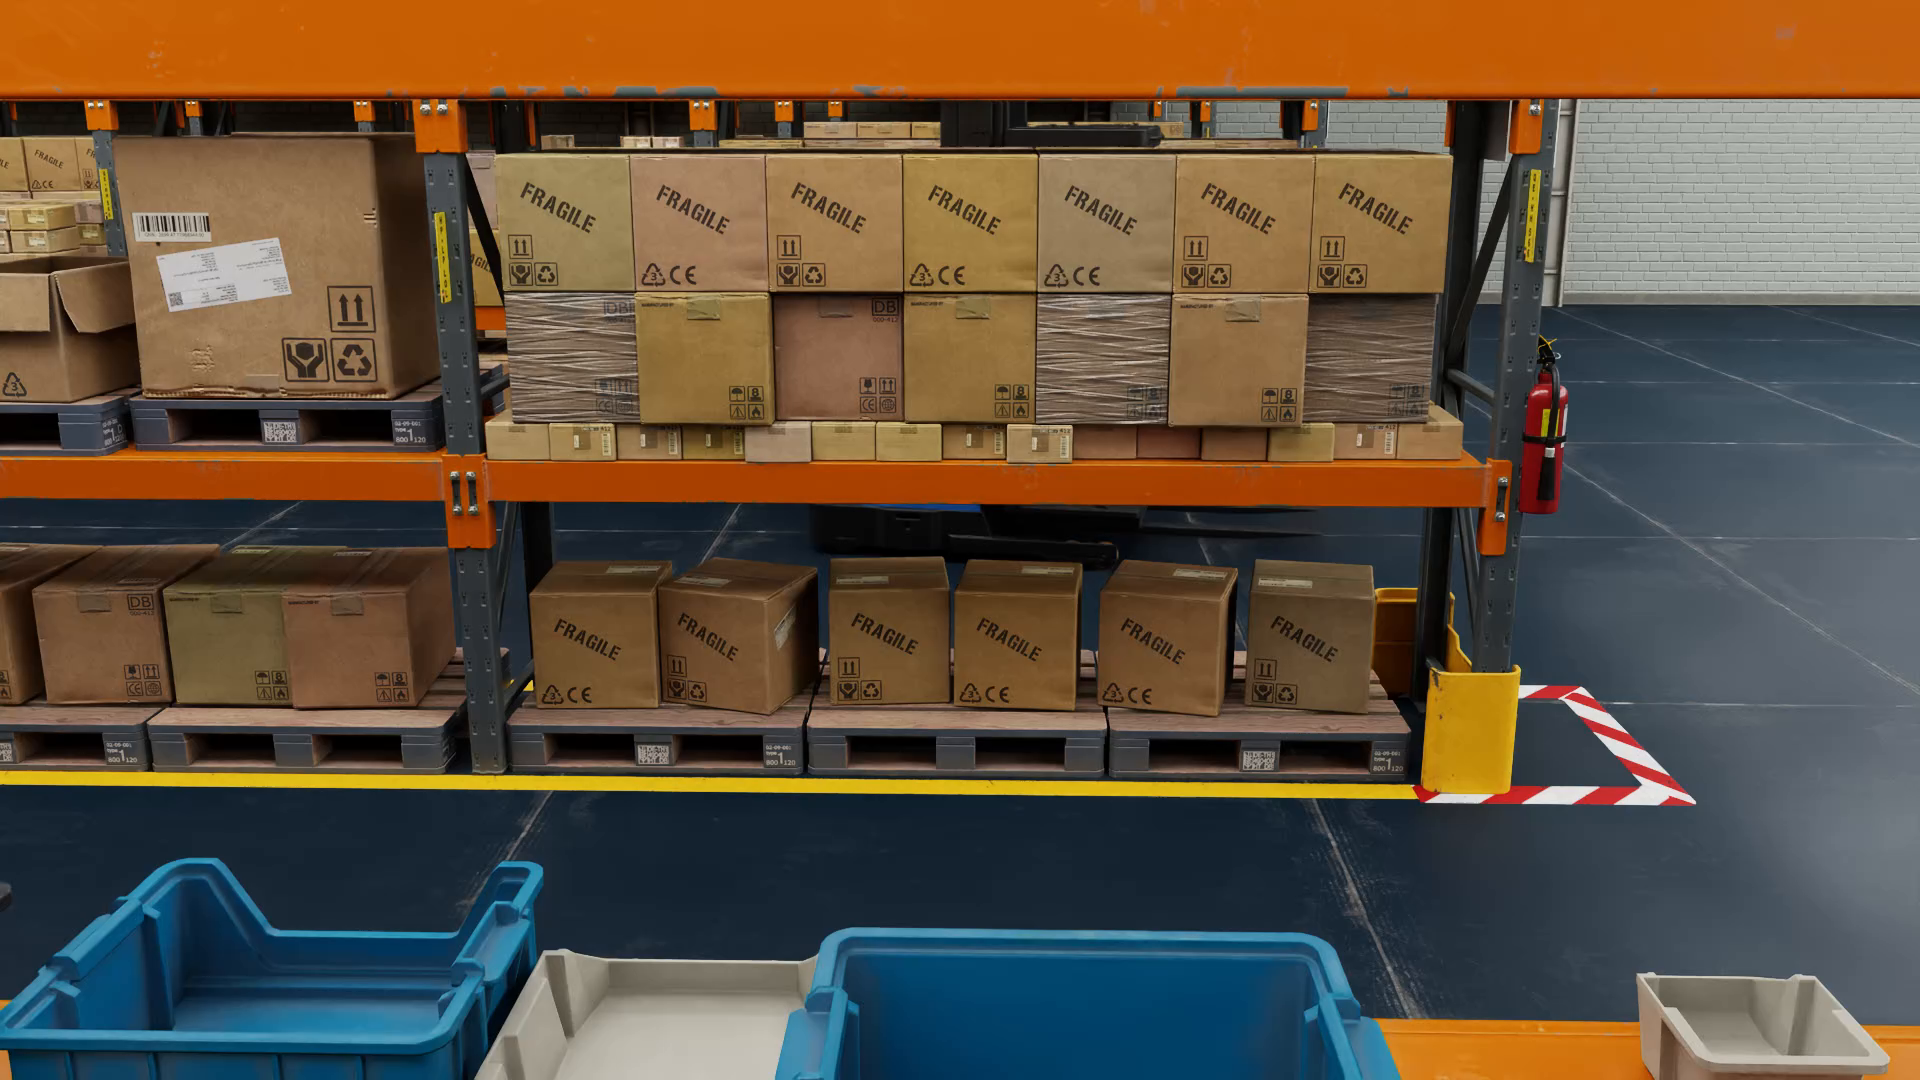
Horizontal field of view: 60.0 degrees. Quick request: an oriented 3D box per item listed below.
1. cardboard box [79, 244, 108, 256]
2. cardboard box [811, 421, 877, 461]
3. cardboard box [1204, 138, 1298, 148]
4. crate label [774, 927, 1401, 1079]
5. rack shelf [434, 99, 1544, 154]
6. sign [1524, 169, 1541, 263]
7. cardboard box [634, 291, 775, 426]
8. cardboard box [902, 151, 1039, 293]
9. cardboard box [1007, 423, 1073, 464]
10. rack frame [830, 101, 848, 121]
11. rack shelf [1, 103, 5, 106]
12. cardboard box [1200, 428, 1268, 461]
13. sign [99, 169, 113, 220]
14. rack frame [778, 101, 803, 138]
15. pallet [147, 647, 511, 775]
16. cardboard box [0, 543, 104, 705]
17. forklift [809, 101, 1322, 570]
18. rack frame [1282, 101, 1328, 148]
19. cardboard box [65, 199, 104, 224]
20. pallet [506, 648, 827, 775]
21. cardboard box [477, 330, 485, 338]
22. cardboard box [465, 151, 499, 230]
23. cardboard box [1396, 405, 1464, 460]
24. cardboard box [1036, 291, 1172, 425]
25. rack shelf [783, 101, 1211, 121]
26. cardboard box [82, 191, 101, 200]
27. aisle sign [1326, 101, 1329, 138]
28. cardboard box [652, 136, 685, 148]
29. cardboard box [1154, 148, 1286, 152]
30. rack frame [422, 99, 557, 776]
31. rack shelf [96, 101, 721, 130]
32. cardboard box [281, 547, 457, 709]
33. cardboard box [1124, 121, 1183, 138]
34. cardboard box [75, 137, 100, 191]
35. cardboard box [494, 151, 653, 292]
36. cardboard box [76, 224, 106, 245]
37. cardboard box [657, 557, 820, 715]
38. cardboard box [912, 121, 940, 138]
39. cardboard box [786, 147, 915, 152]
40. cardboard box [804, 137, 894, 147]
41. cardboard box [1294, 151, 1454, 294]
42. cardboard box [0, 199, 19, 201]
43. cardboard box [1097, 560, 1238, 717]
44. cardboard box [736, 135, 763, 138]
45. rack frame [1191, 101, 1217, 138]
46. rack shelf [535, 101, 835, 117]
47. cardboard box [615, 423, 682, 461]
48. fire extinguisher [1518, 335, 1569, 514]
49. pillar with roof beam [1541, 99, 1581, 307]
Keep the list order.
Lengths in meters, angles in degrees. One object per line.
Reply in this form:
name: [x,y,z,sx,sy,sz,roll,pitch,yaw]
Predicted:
cardboard box: [-6.112,-2.051,11.902,0.250,0.149,0.380,0,15,1]
cardboard box: [-0.441,-0.423,6.555,0.250,0.149,0.380,0,15,1]
cardboard box: [1.958,-2.469,11.409,0.550,0.550,0.875,0,15,1]
crate label: [0.127,0.705,1.720,0.616,0.435,0.502,0,15,1]
rack shelf: [0.101,-1.714,6.486,4.000,0.370,1.077,0,15,1]
sign: [2.066,-1.170,6.004,0.005,0.325,0.100,0,15,1]
cardboard box: [-0.951,-0.786,6.658,0.500,0.500,0.875,0,15,1]
cardboard box: [0.045,-1.226,6.366,0.500,0.500,0.500,0,15,1]
cardboard box: [0.308,-0.409,6.503,0.250,0.149,0.380,0,15,1]
rack frame: [-1.523,-4.417,21.203,0.127,3.000,1.000,0,15,1]
rack shelf: [-11.642,-4.319,16.361,4.000,0.370,1.077,0,15,1]
cardboard box: [1.059,-0.422,6.551,0.250,0.149,0.380,0,15,1]
sign: [-5.674,-2.298,11.055,0.005,0.325,0.100,0,15,1]
rack frame: [-1.646,-3.152,16.405,0.127,3.000,1.000,0,15,1]
pallet: [-2.677,0.719,7.200,1.213,0.211,1.003,0,15,1]
cardboard box: [-4.105,0.347,7.182,0.500,0.500,0.700,2,15,6]
forklift: [0.658,-1.388,9.856,3.031,2.935,1.130,3,15,10]
rack frame: [2.328,-1.863,11.519,0.127,3.000,1.000,0,15,1]
cardboard box: [-6.131,-2.336,11.818,0.250,0.149,0.380,0,15,2]
pallet: [-1.226,0.719,7.200,1.213,0.211,1.003,0,15,1]
cardboard box: [-5.080,-2.104,16.762,0.625,0.372,0.950,-1,15,-2]
cardboard box: [-3.187,-2.428,11.508,0.500,0.500,0.700,0,15,2]
cardboard box: [1.810,-0.426,6.567,0.250,0.149,0.380,0,15,1]
cardboard box: [0.549,-0.788,6.668,0.500,0.500,0.875,0,15,1]
rack shelf: [0.354,-4.241,16.065,4.000,0.370,1.077,0,15,1]
cardboard box: [-8.185,-3.292,16.251,0.500,0.250,0.500,1,15,2]
aisle sign: [2.391,-3.043,10.896,0.004,0.787,0.394,0,15,1]
cardboard box: [-2.802,-3.807,16.016,0.250,0.149,0.380,0,15,0]
cardboard box: [1.058,-1.352,6.846,0.500,0.500,0.500,0,15,1]
rack frame: [-1.899,-0.624,6.826,0.127,3.000,1.000,0,15,1]
rack shelf: [-3.670,-3.004,11.377,4.000,0.370,1.077,0,15,1]
cardboard box: [-2.512,0.362,7.125,0.500,0.500,0.700,-1,15,-3]
cardboard box: [1.837,-3.749,15.930,0.500,0.500,0.700,0,15,0]
cardboard box: [-8.200,-3.659,16.173,0.500,0.500,0.500,0,15,0]
cardboard box: [-1.455,-1.232,6.391,0.500,0.500,0.500,0,15,1]
cardboard box: [-6.148,-2.194,11.863,0.250,0.149,0.380,1,15,4]
cardboard box: [-0.927,0.396,7.036,0.500,0.500,0.500,5,16,19]
cardboard box: [-0.200,-3.750,15.934,0.500,0.500,0.700,0,15,0]
cardboard box: [-0.442,-1.361,6.879,0.500,0.500,0.500,0,15,1]
cardboard box: [-0.750,-2.498,11.518,0.550,0.550,0.875,0,15,1]
cardboard box: [1.544,-1.214,6.324,0.500,0.500,0.500,0,15,1]
cardboard box: [-6.905,-2.342,11.840,0.250,0.149,0.380,0,15,-1]
cardboard box: [0.878,0.404,7.006,0.500,0.500,0.500,4,15,16]
cardboard box: [-2.107,-3.954,16.572,0.250,0.149,0.380,0,15,1]
rack frame: [2.353,-3.126,16.307,0.127,3.000,1.000,0,15,1]
rack shelf: [-3.522,-5.533,20.962,4.000,0.370,1.077,0,15,1]
cardboard box: [-1.191,-0.425,6.564,0.250,0.149,0.380,0,15,1]
fire extinguisher: [2.203,-0.443,6.289,0.183,0.674,0.296,0,15,1]
pillar with roof beam: [7.691,-6.390,16.918,0.400,9.000,9.100,0,15,1]
